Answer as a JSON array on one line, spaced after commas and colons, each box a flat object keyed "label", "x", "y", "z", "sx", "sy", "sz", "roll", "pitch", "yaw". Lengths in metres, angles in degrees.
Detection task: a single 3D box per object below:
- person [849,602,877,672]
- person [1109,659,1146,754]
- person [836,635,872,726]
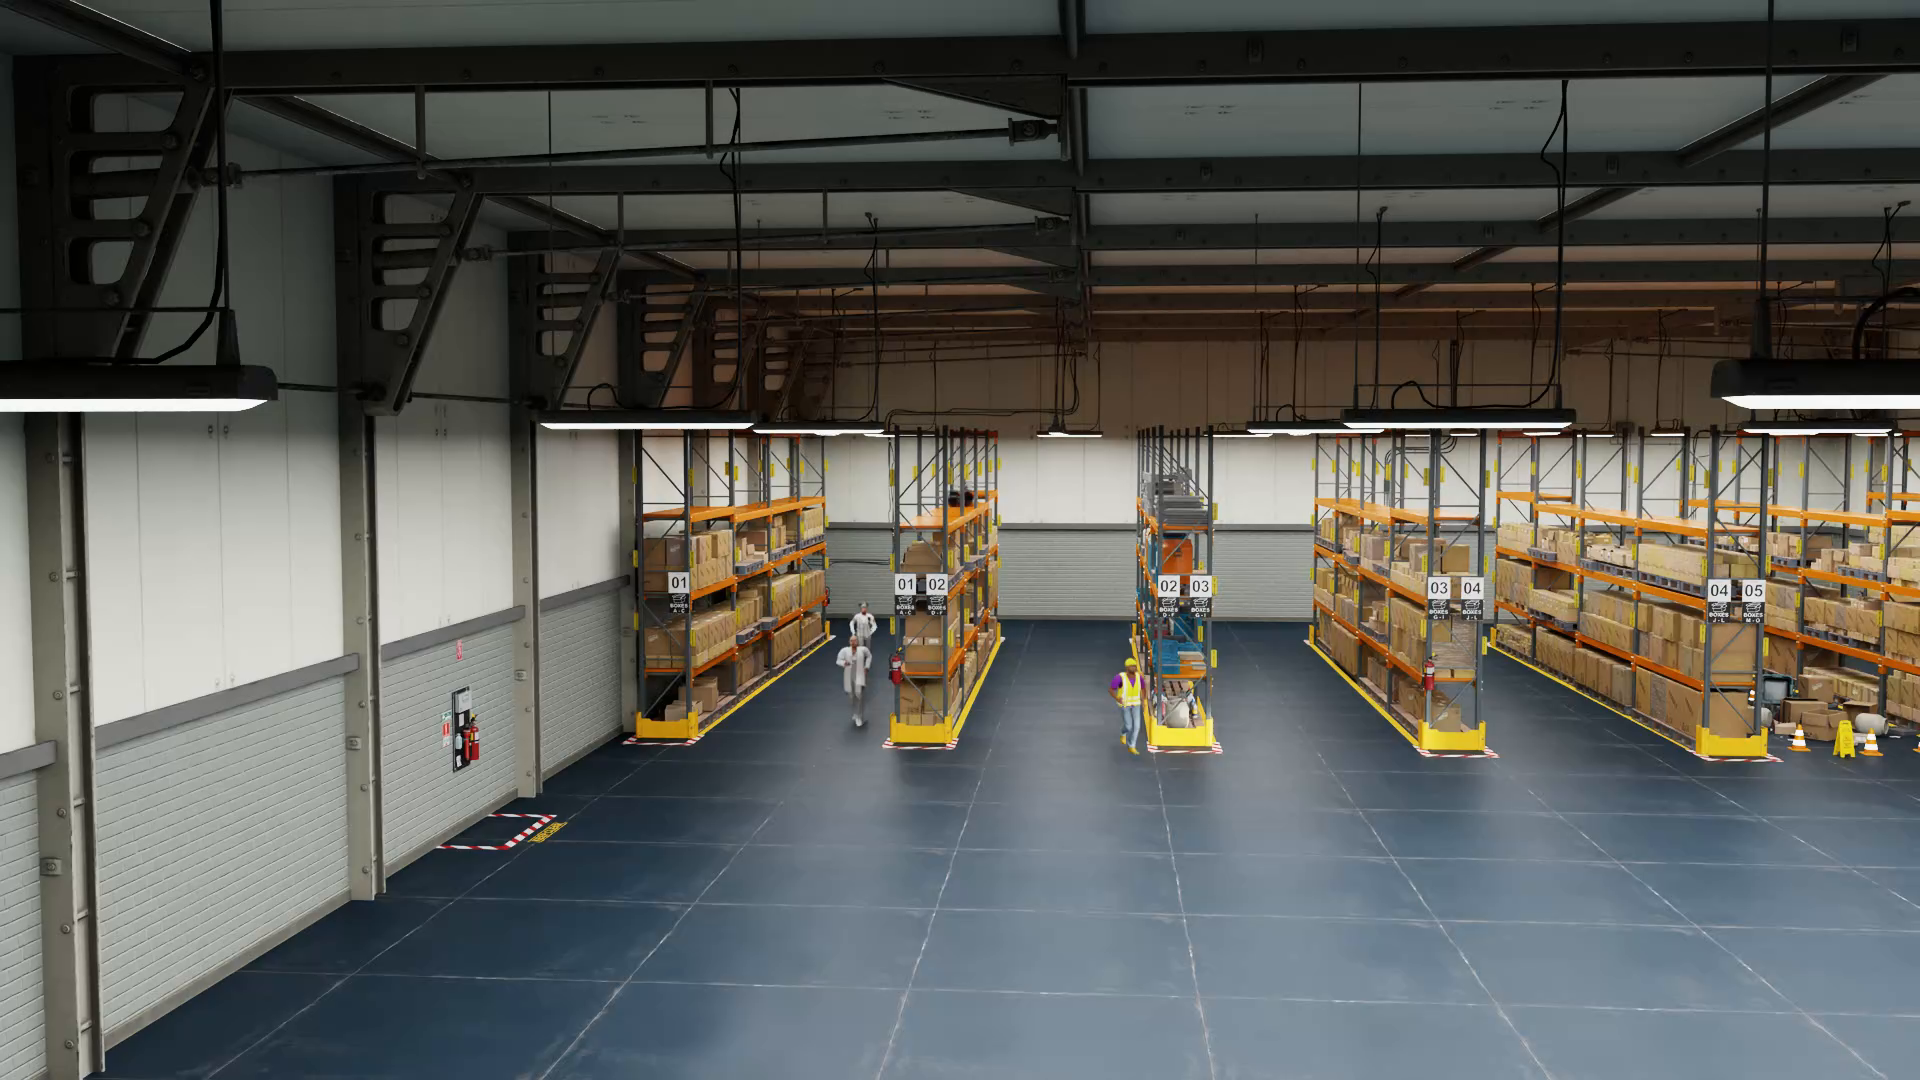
[{"label": "person", "x": -2.271, "y": 2.281, "z": 39.006, "sx": 0.649, "sy": 1.668, "sz": 0.681, "roll": 0, "pitch": 3, "yaw": -5}, {"label": "person", "x": 3.102, "y": 3.034, "z": 30.523, "sx": 0.737, "sy": 1.736, "sz": 0.604, "roll": -1, "pitch": 4, "yaw": -15}, {"label": "person", "x": -2.143, "y": 2.832, "z": 33.632, "sx": 0.681, "sy": 1.836, "sz": 0.896, "roll": 0, "pitch": 3, "yaw": 6}]
